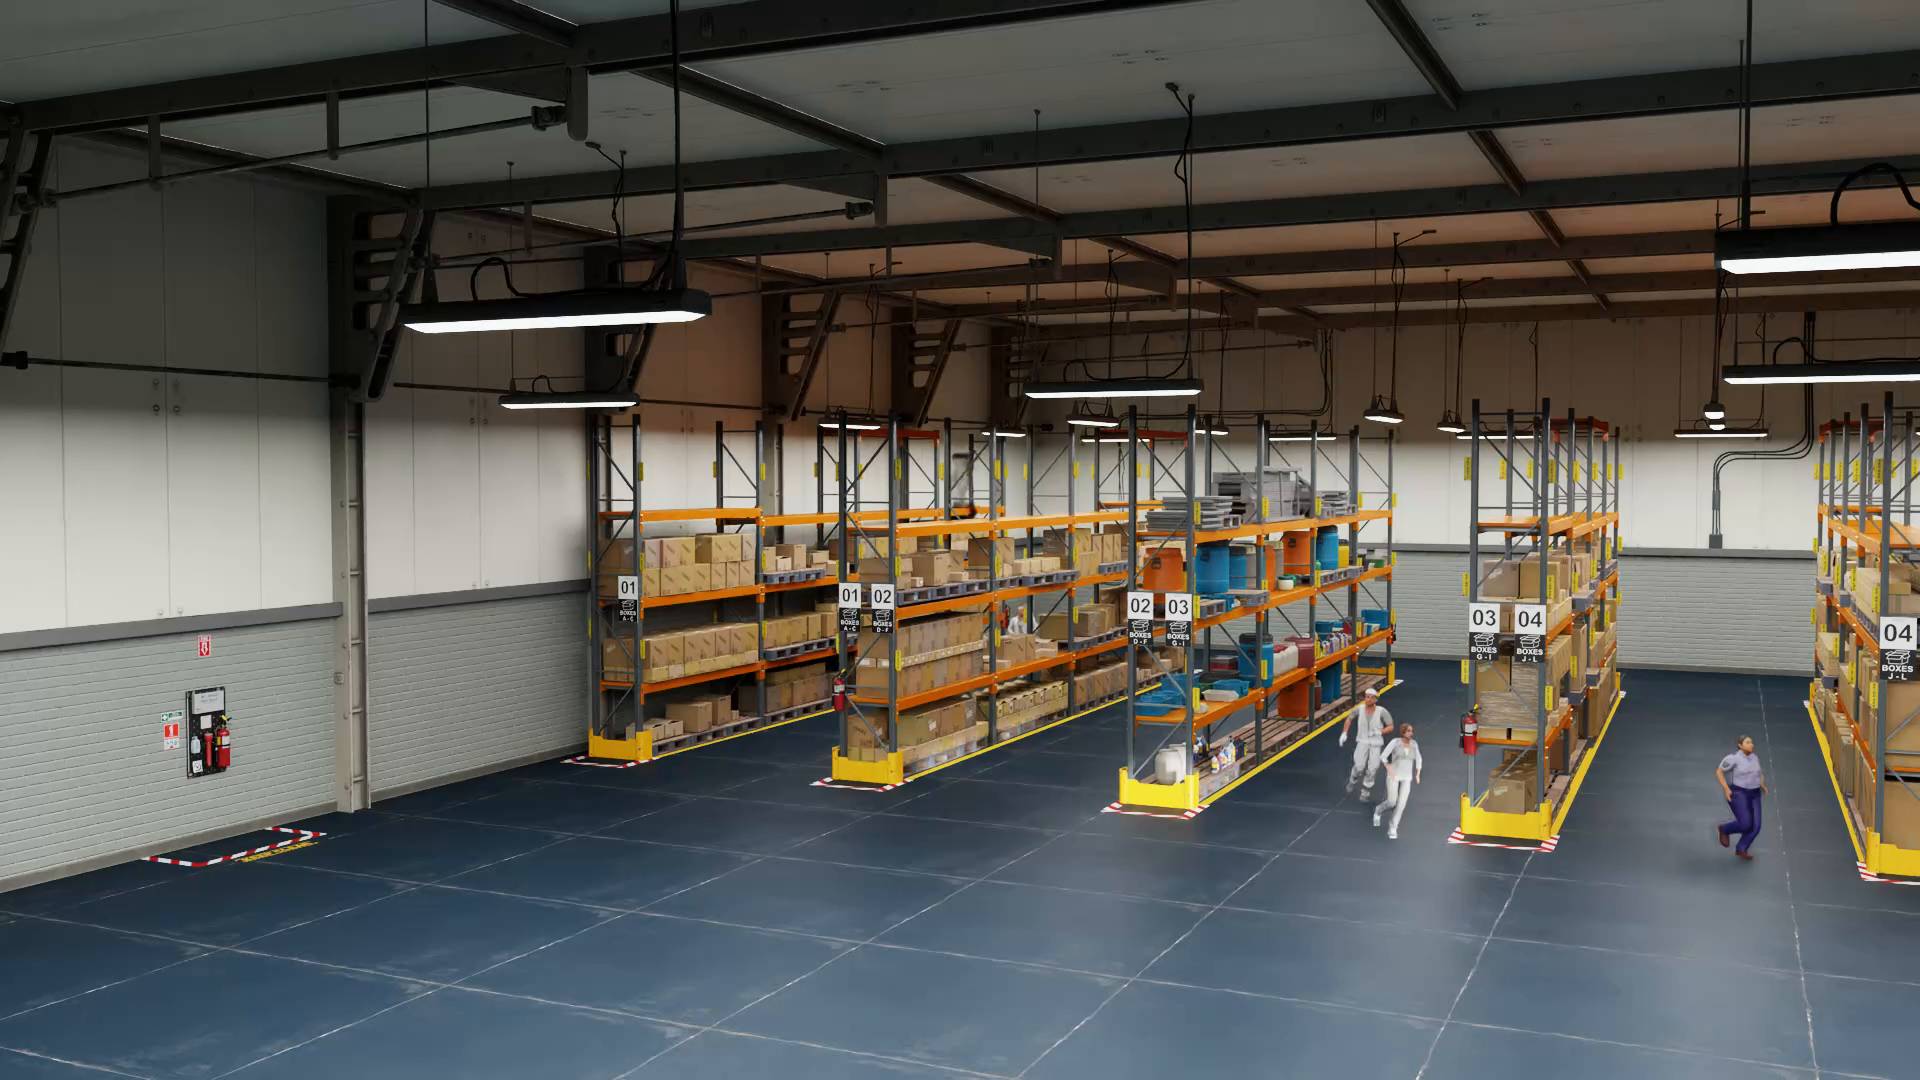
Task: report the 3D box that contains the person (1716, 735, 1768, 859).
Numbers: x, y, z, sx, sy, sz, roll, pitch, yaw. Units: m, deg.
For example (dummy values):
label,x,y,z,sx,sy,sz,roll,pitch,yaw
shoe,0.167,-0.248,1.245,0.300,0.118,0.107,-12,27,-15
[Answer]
label,x,y,z,sx,sy,sz,roll,pitch,yaw
person,10.169,3.325,21.550,0.620,1.601,0.554,-1,2,-14

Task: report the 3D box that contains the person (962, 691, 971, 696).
label,x,y,z,sx,sy,sz,roll,pitch,yaw
person,0.094,2.835,34.491,0.643,1.579,0.961,2,3,35

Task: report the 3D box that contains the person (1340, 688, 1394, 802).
label,x,y,z,sx,sy,sz,roll,pitch,yaw
person,6.167,3.110,25.194,0.785,1.737,0.565,0,2,11

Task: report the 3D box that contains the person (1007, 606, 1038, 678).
label,x,y,z,sx,sy,sz,roll,pitch,yaw
person,1.513,2.481,40.485,0.757,1.736,0.590,1,2,19

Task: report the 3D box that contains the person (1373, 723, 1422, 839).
label,x,y,z,sx,sy,sz,roll,pitch,yaw
person,6.072,3.287,22.930,0.602,1.558,0.620,0,2,-7
